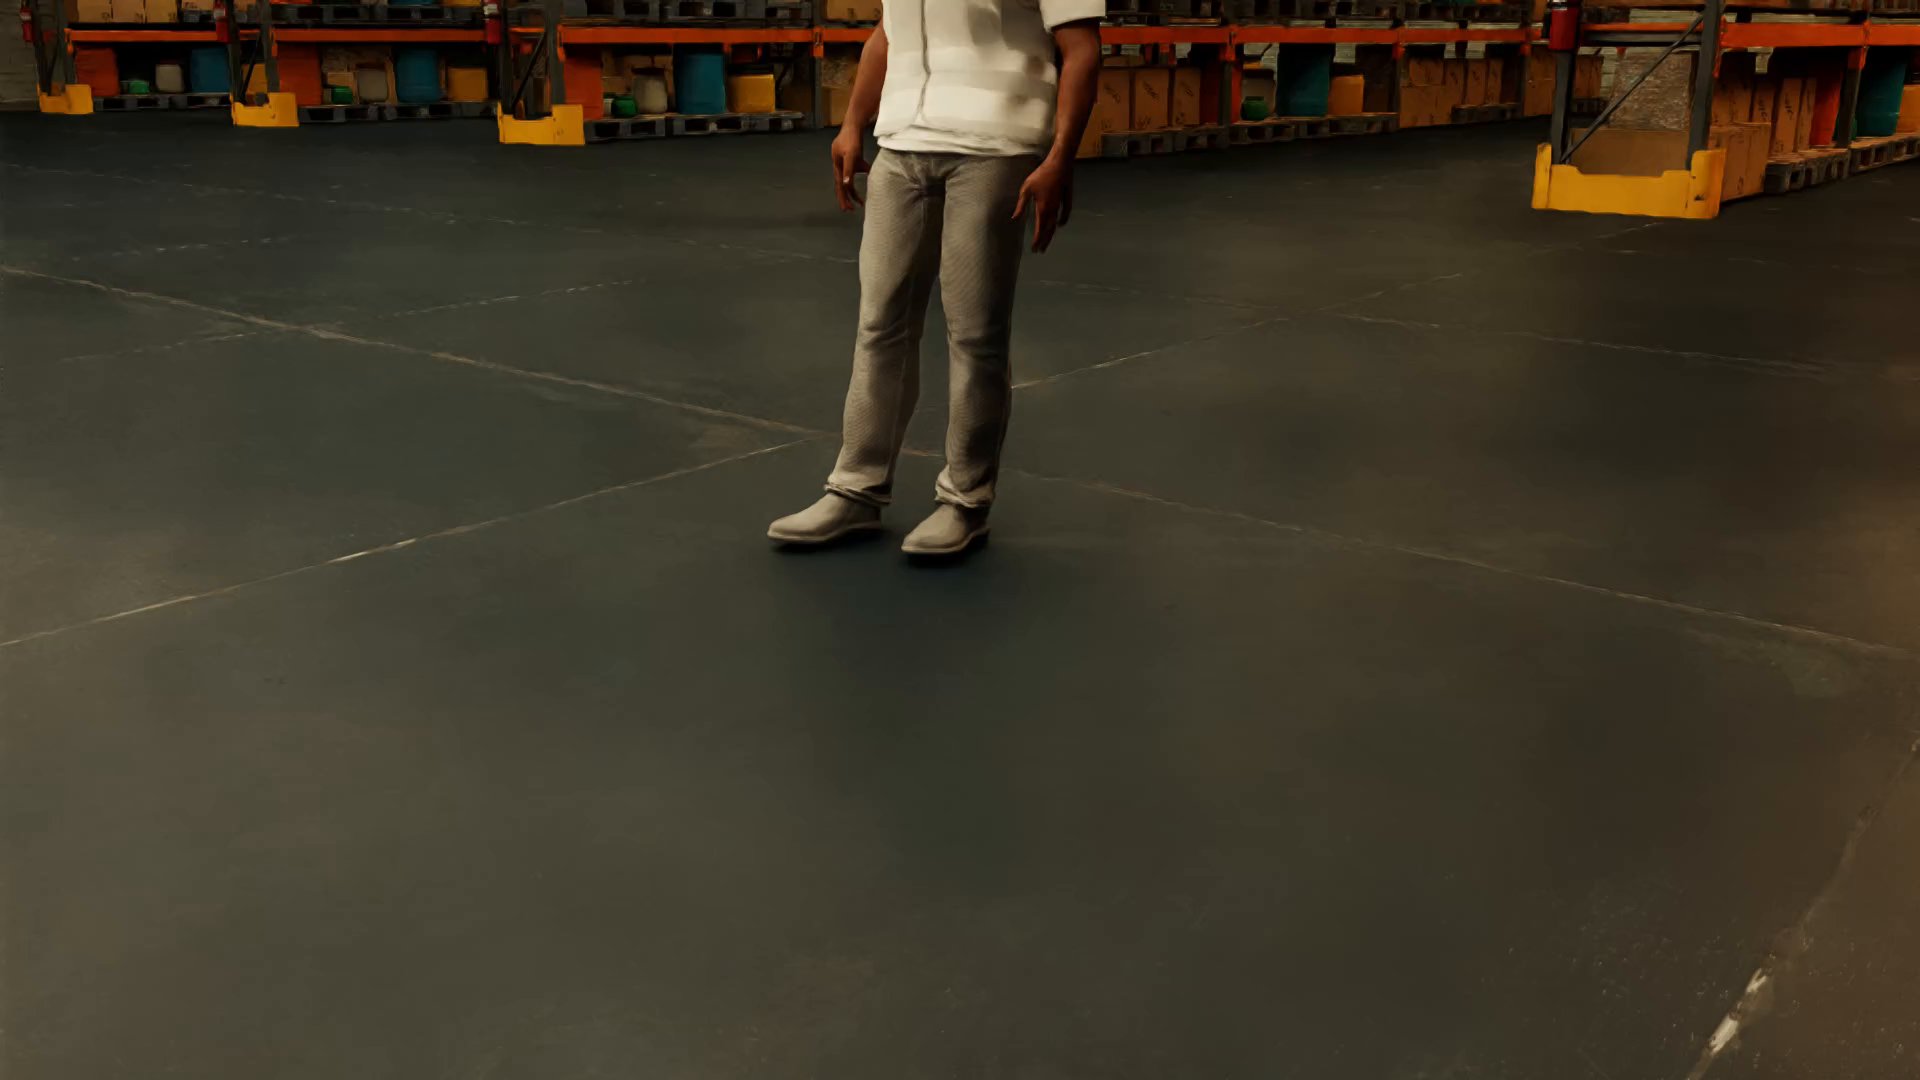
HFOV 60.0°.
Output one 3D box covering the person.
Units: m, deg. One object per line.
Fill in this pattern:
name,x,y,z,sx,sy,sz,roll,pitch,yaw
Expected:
person,-0.048,-0.837,3.635,0.665,1.766,0.576,13,21,37
